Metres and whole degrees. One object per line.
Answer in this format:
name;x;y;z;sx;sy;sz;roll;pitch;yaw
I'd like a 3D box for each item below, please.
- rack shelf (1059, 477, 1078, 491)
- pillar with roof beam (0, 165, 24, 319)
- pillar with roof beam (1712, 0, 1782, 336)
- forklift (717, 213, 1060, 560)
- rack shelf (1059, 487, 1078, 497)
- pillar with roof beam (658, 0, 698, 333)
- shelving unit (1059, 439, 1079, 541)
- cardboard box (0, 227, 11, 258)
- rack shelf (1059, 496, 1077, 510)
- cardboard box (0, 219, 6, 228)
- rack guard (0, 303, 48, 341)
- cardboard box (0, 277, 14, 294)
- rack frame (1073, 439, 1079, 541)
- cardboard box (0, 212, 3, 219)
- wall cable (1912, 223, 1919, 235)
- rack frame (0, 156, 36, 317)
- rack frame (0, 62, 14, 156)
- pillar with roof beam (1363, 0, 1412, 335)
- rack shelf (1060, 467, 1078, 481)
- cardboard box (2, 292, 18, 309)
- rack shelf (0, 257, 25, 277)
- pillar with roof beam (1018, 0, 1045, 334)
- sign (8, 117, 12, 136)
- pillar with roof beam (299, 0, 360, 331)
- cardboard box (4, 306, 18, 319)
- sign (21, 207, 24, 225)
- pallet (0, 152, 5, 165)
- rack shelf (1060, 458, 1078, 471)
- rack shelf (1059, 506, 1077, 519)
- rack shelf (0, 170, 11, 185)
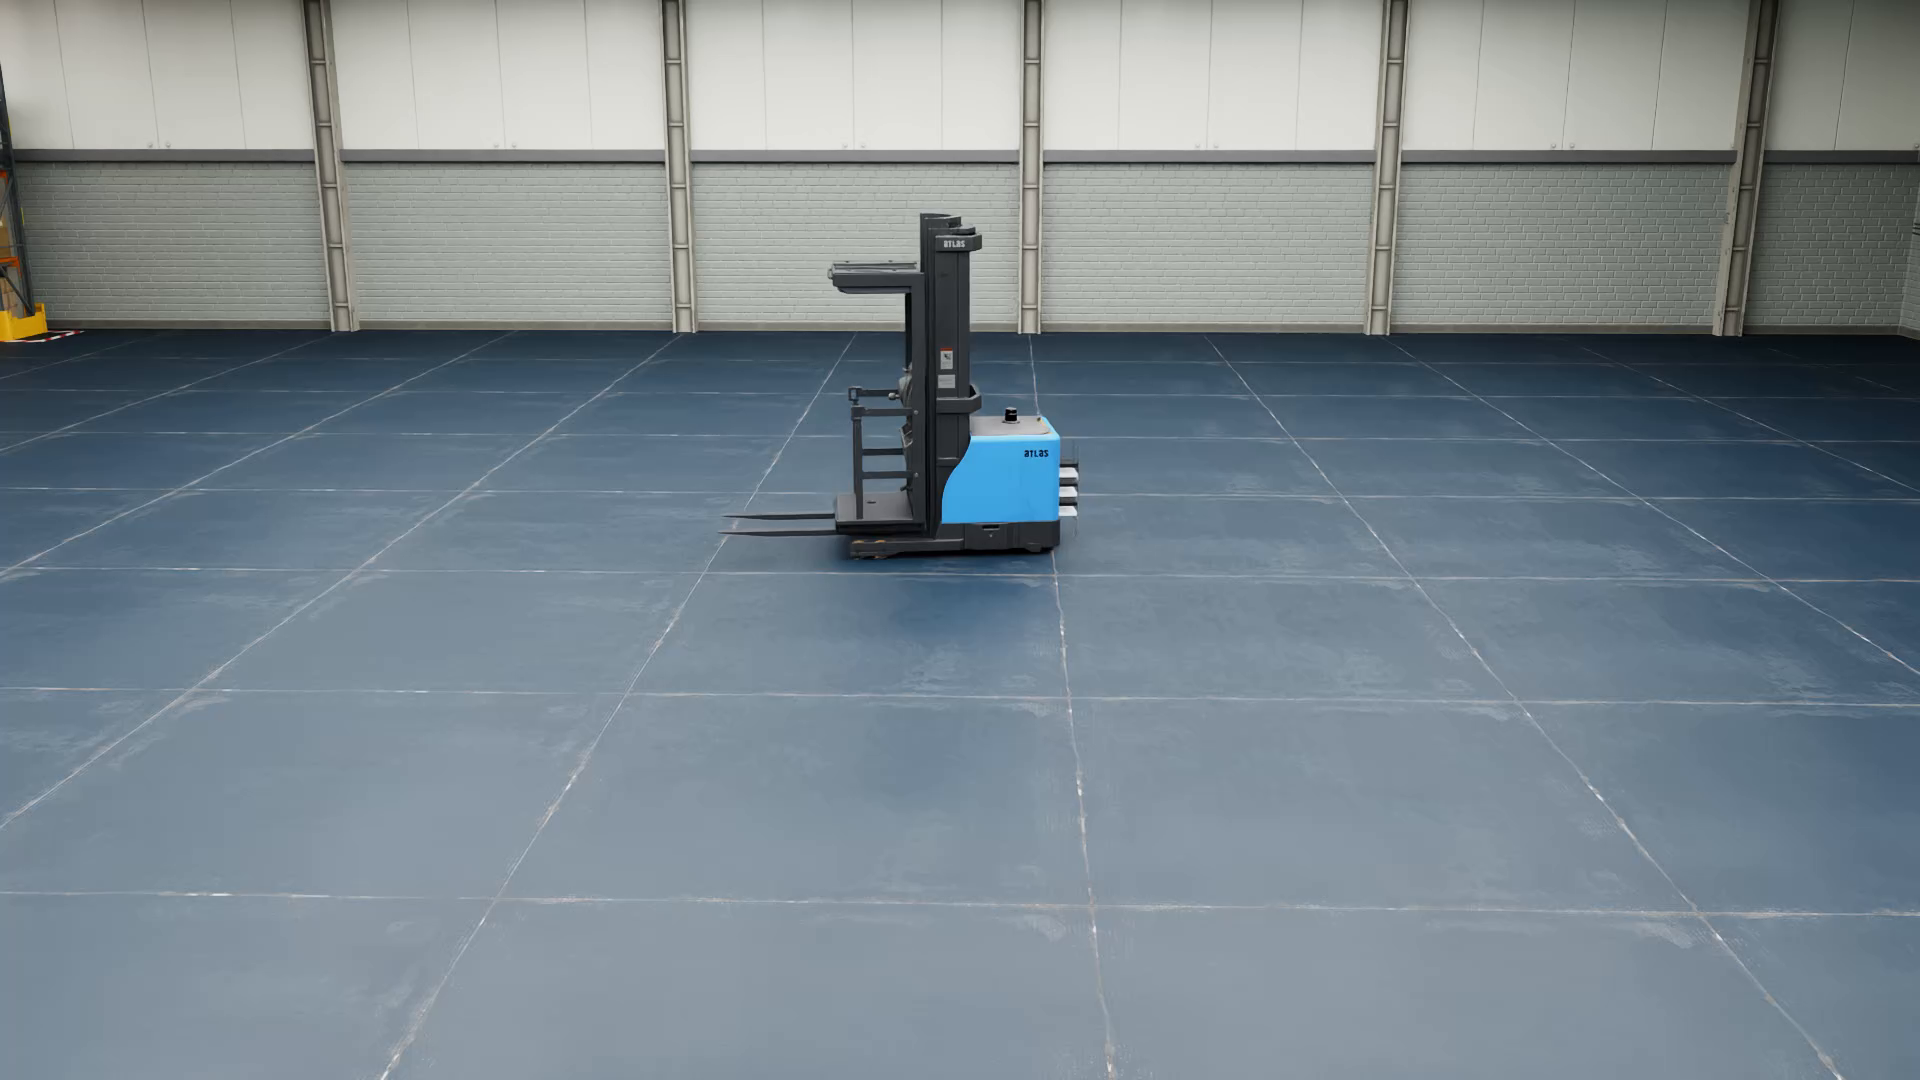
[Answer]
rack shelf;0.958;-0.513;15.208;0.200;0.077;0.258;-1;15;-5
pillar with roof beam;-16.900;-6.978;24.060;0.400;9.000;9.100;0;15;1
pillar with roof beam;13.090;-6.783;23.319;0.400;9.000;9.100;0;15;1
forklift;-0.655;-1.386;14.756;3.031;2.935;1.130;-1;15;-5
rack shelf;0.958;-0.426;15.231;0.200;0.077;0.258;-1;15;-5
pillar with roof beam;-4.904;-6.900;23.763;0.400;9.000;9.100;0;15;1
shelving unit;0.958;-0.458;15.222;0.210;0.900;0.258;-1;15;-5
cardboard box;-16.605;-5.063;28.366;0.500;0.500;0.500;1;15;3
rack shelf;0.958;-0.339;15.254;0.200;0.077;0.258;-1;15;-5
cardboard box;-16.449;-5.371;28.261;0.250;0.149;0.380;0;15;0
rack guard;-16.093;-3.732;28.416;0.348;0.500;1.175;0;15;1
cardboard box;-16.593;-4.349;28.462;0.500;0.250;0.500;0;15;1
rack frame;1.060;-0.460;15.231;0.006;0.900;0.240;-1;15;-5
cardboard box;-16.447;-5.503;28.179;0.250;0.149;0.380;0;15;0
wall cable;16.111;-6.023;26.525;0.112;2.526;3.097;0;15;1
rack frame;-16.117;-4.941;28.098;0.127;3.000;1.000;0;15;1
rack frame;-16.117;-7.842;27.333;0.127;3.000;1.000;0;15;1
pillar with roof beam;7.092;-6.822;23.467;0.400;9.000;9.100;0;15;1
rack shelf;0.958;-0.600;15.185;0.200;0.077;0.258;-1;15;-5
cardboard box;-16.582;-4.112;28.544;0.500;0.250;0.500;1;15;2
rack shelf;-18.116;-4.606;28.239;4.000;0.370;1.077;0;15;1
pillar with roof beam;1.094;-6.861;23.615;0.400;9.000;9.100;0;15;1
sign;-16.097;-6.994;28.130;0.005;0.325;0.100;0;15;1
pillar with roof beam;-10.902;-6.939;23.912;0.400;9.000;9.100;0;15;1
cardboard box;-16.603;-3.868;28.596;0.500;0.250;0.500;0;15;2
sign;-16.097;-5.539;28.514;0.005;0.325;0.100;0;15;1
pallet;-16.823;-6.360;27.769;1.213;0.211;1.003;0;15;1
rack shelf;0.958;-0.687;15.162;0.200;0.077;0.258;-1;15;-5
rack shelf;0.958;-0.252;15.277;0.200;0.077;0.258;-1;15;-5
rack shelf;-18.116;-6.057;27.856;4.000;0.370;1.077;0;15;1
